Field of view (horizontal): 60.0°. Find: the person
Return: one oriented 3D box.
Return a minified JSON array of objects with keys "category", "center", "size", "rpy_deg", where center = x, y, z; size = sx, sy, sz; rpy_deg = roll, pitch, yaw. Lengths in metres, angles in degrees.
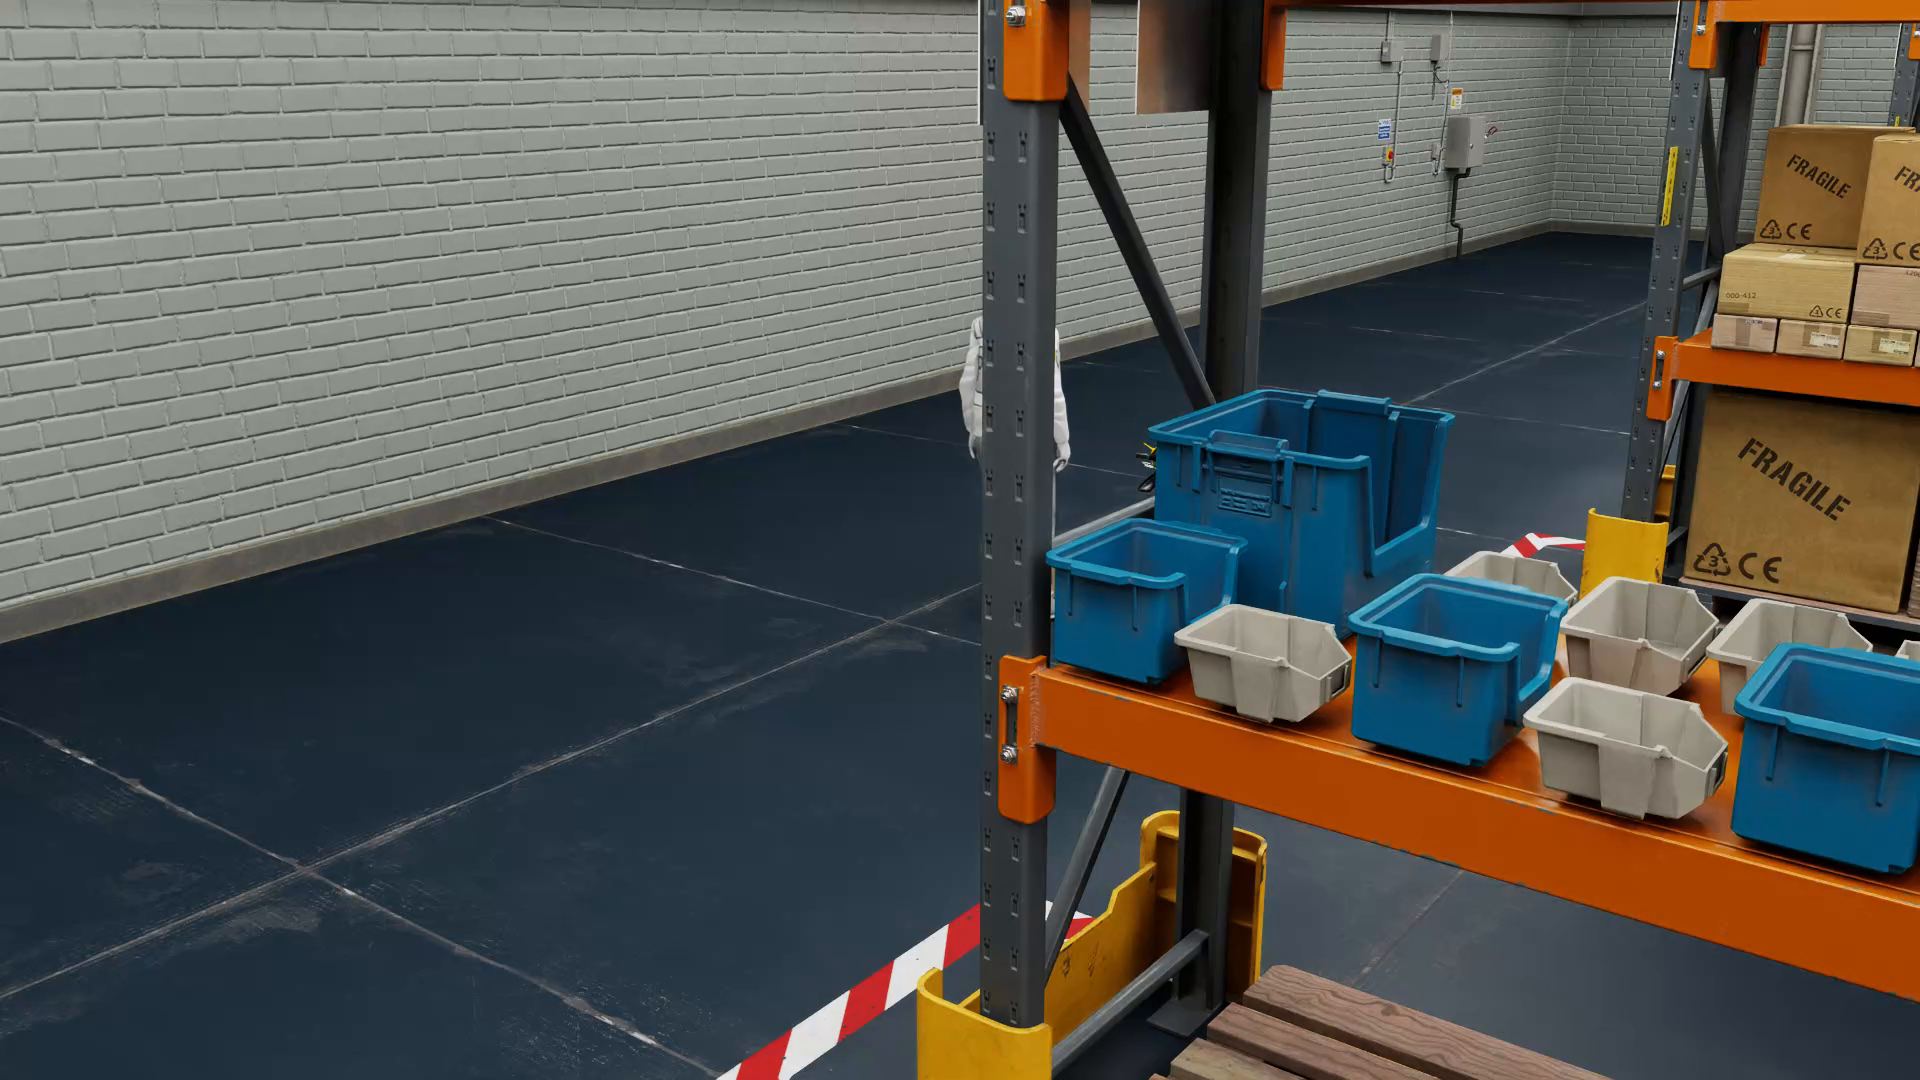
[{"category":"person","center":[0.256,-0.464,7.579],"size":[0.546,1.665,0.373],"rpy_deg":[11,20,32]}]
